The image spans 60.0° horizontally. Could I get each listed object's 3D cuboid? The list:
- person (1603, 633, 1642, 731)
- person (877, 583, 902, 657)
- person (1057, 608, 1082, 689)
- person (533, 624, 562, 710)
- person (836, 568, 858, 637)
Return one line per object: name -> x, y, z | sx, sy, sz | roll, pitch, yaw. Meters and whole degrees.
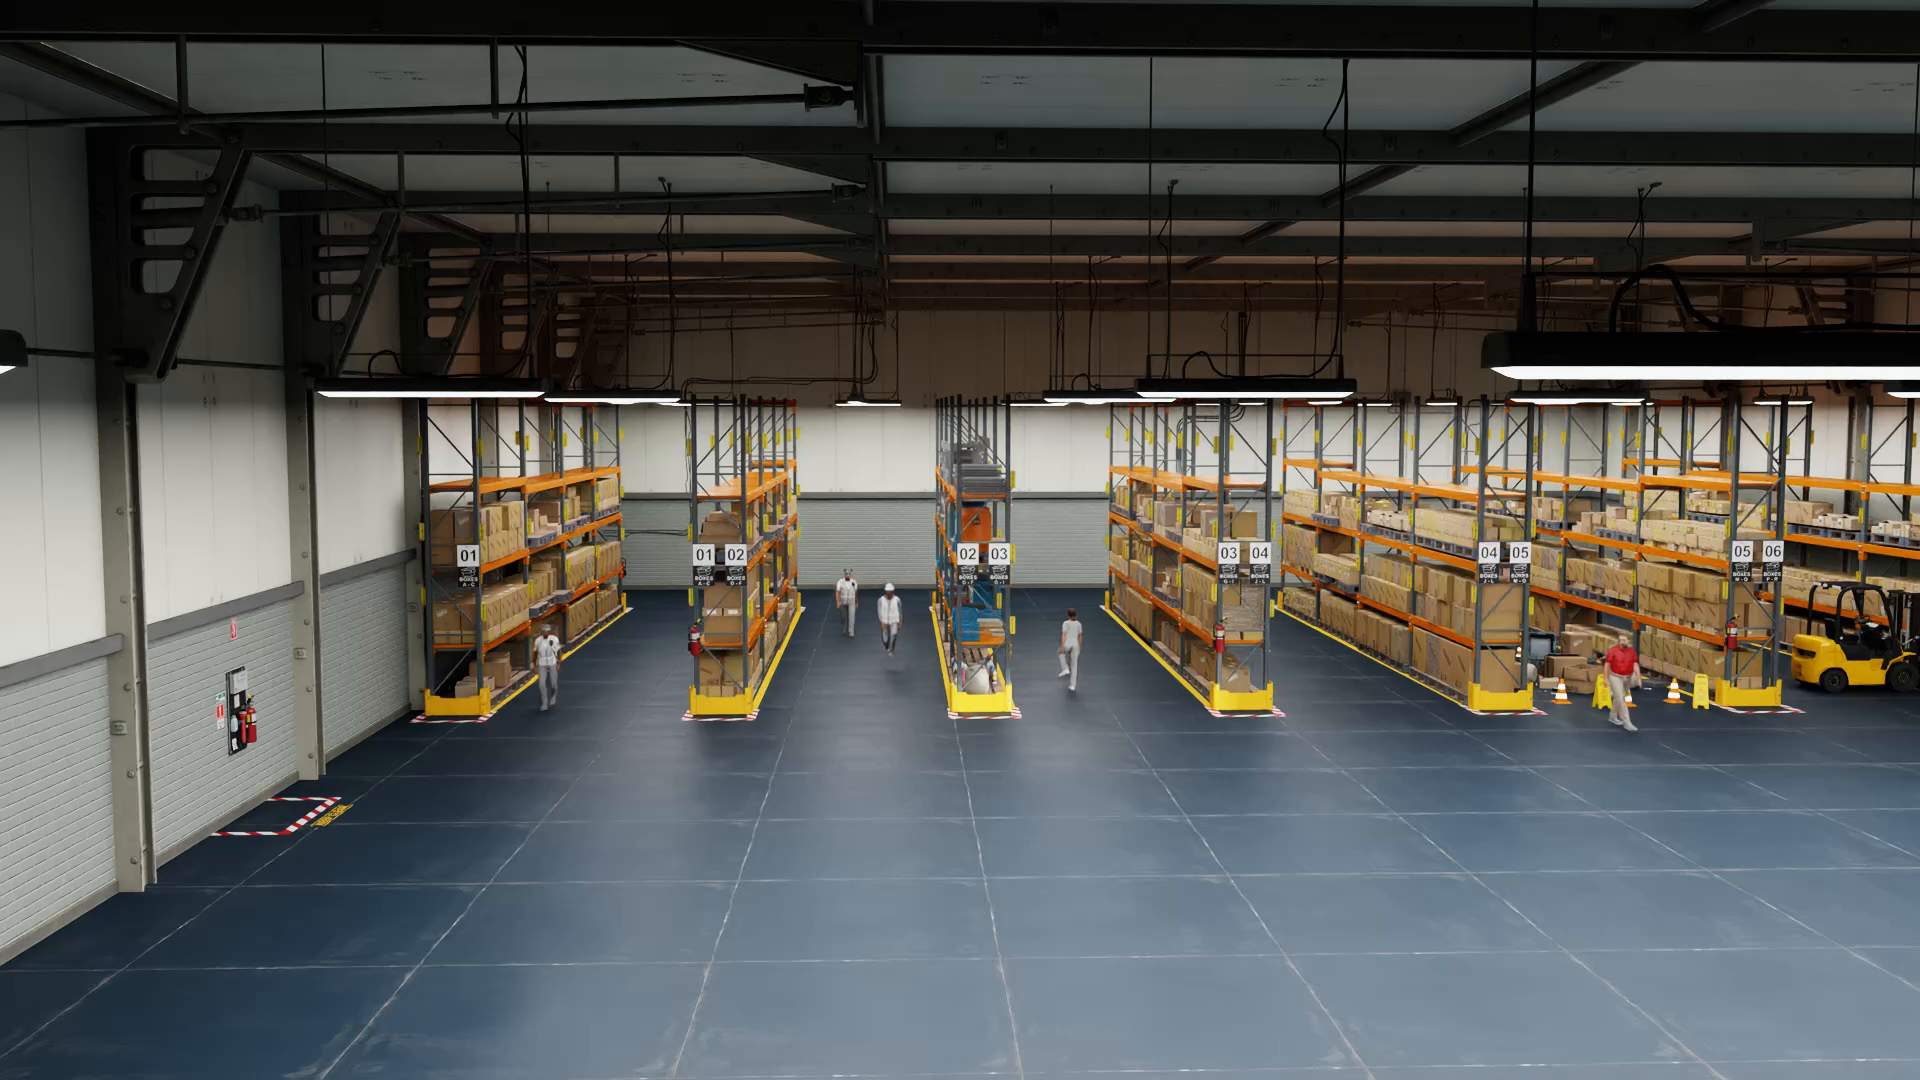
person -> 11.875, 2.515, 29.729 | 0.562, 1.691, 0.954 | -1, 5, -13
person -> -1.564, 1.759, 36.692 | 0.532, 1.613, 0.989 | 0, 5, 3
person -> 2.272, 2.205, 34.024 | 0.461, 1.639, 0.719 | -1, 5, -6
person -> -7.894, 2.404, 31.848 | 0.540, 1.659, 0.535 | 0, 5, -4
person -> -2.848, 1.559, 41.881 | 0.565, 1.713, 1.099 | 0, 5, -6
